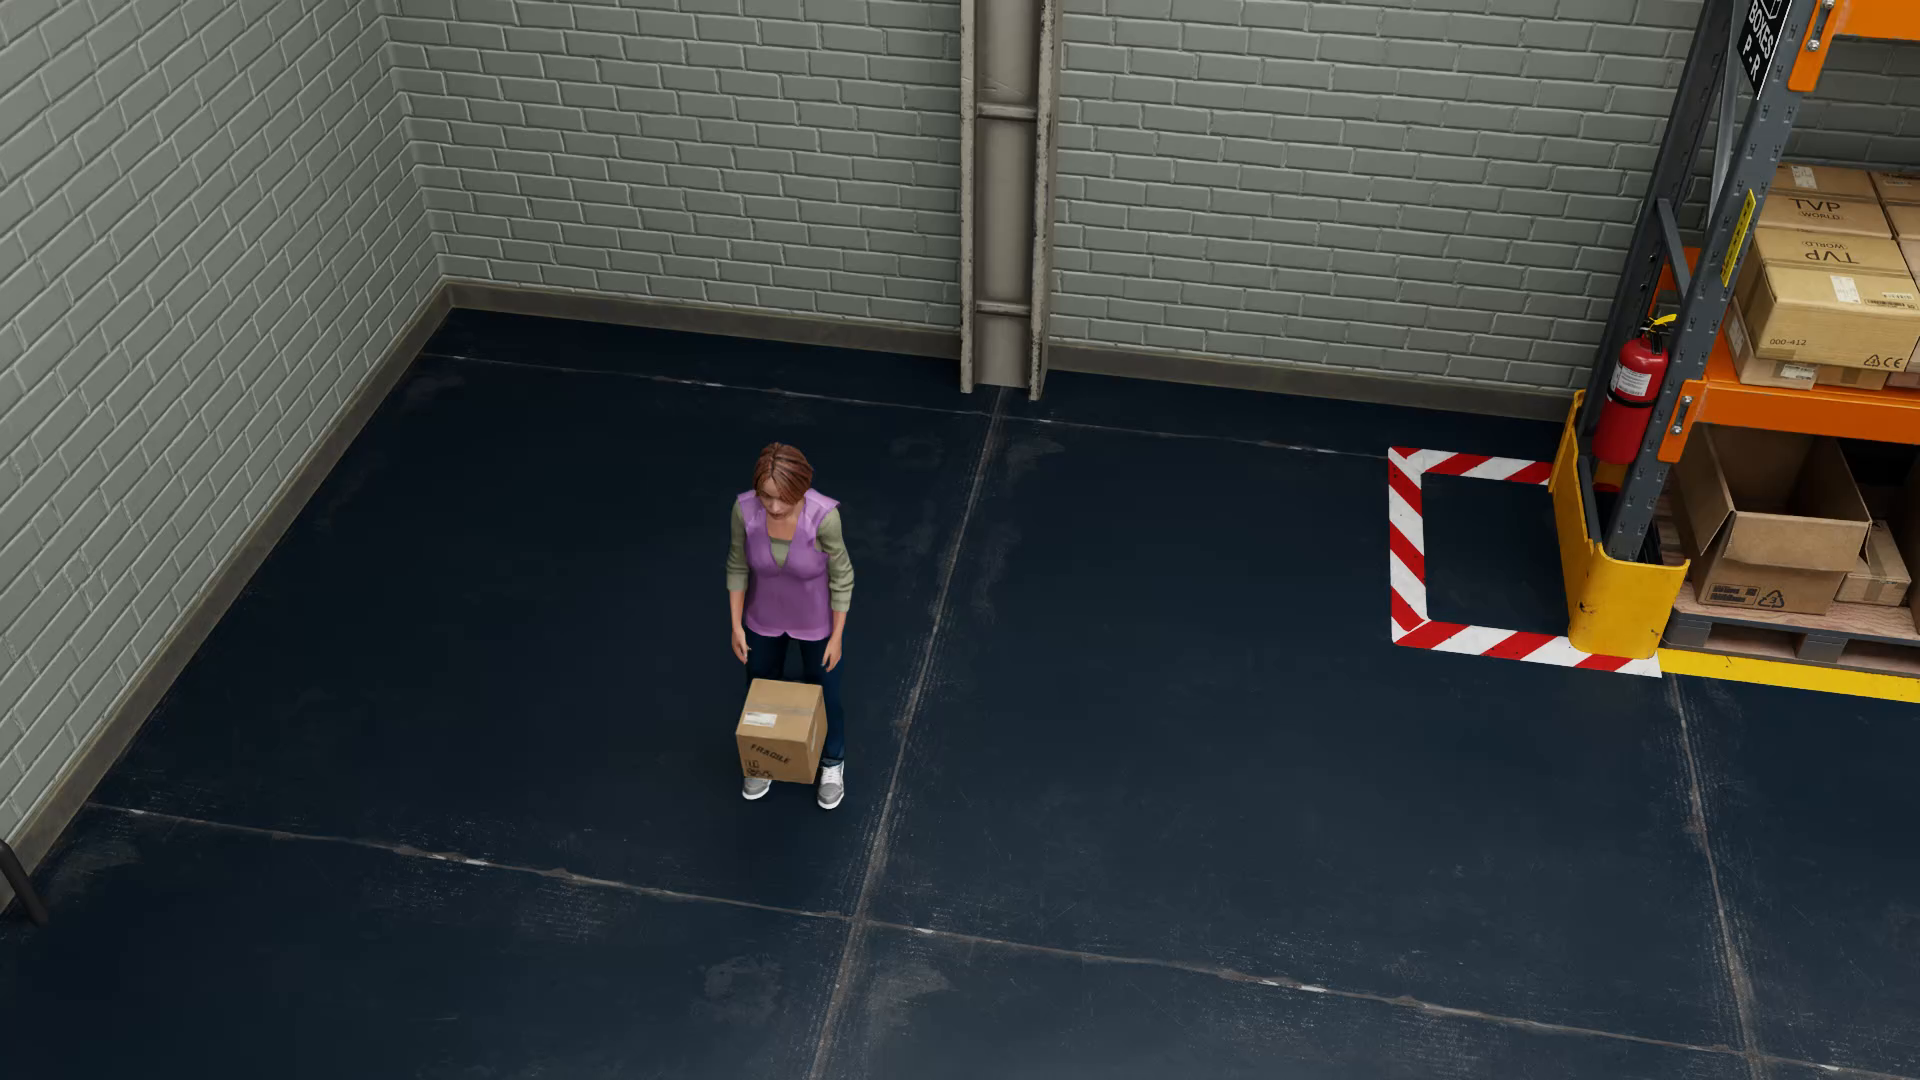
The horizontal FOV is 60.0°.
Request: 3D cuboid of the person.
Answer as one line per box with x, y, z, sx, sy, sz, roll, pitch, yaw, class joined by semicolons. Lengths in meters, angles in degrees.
-0.584;0.296;5.822;0.450;1.599;0.339;6;41;6;person
